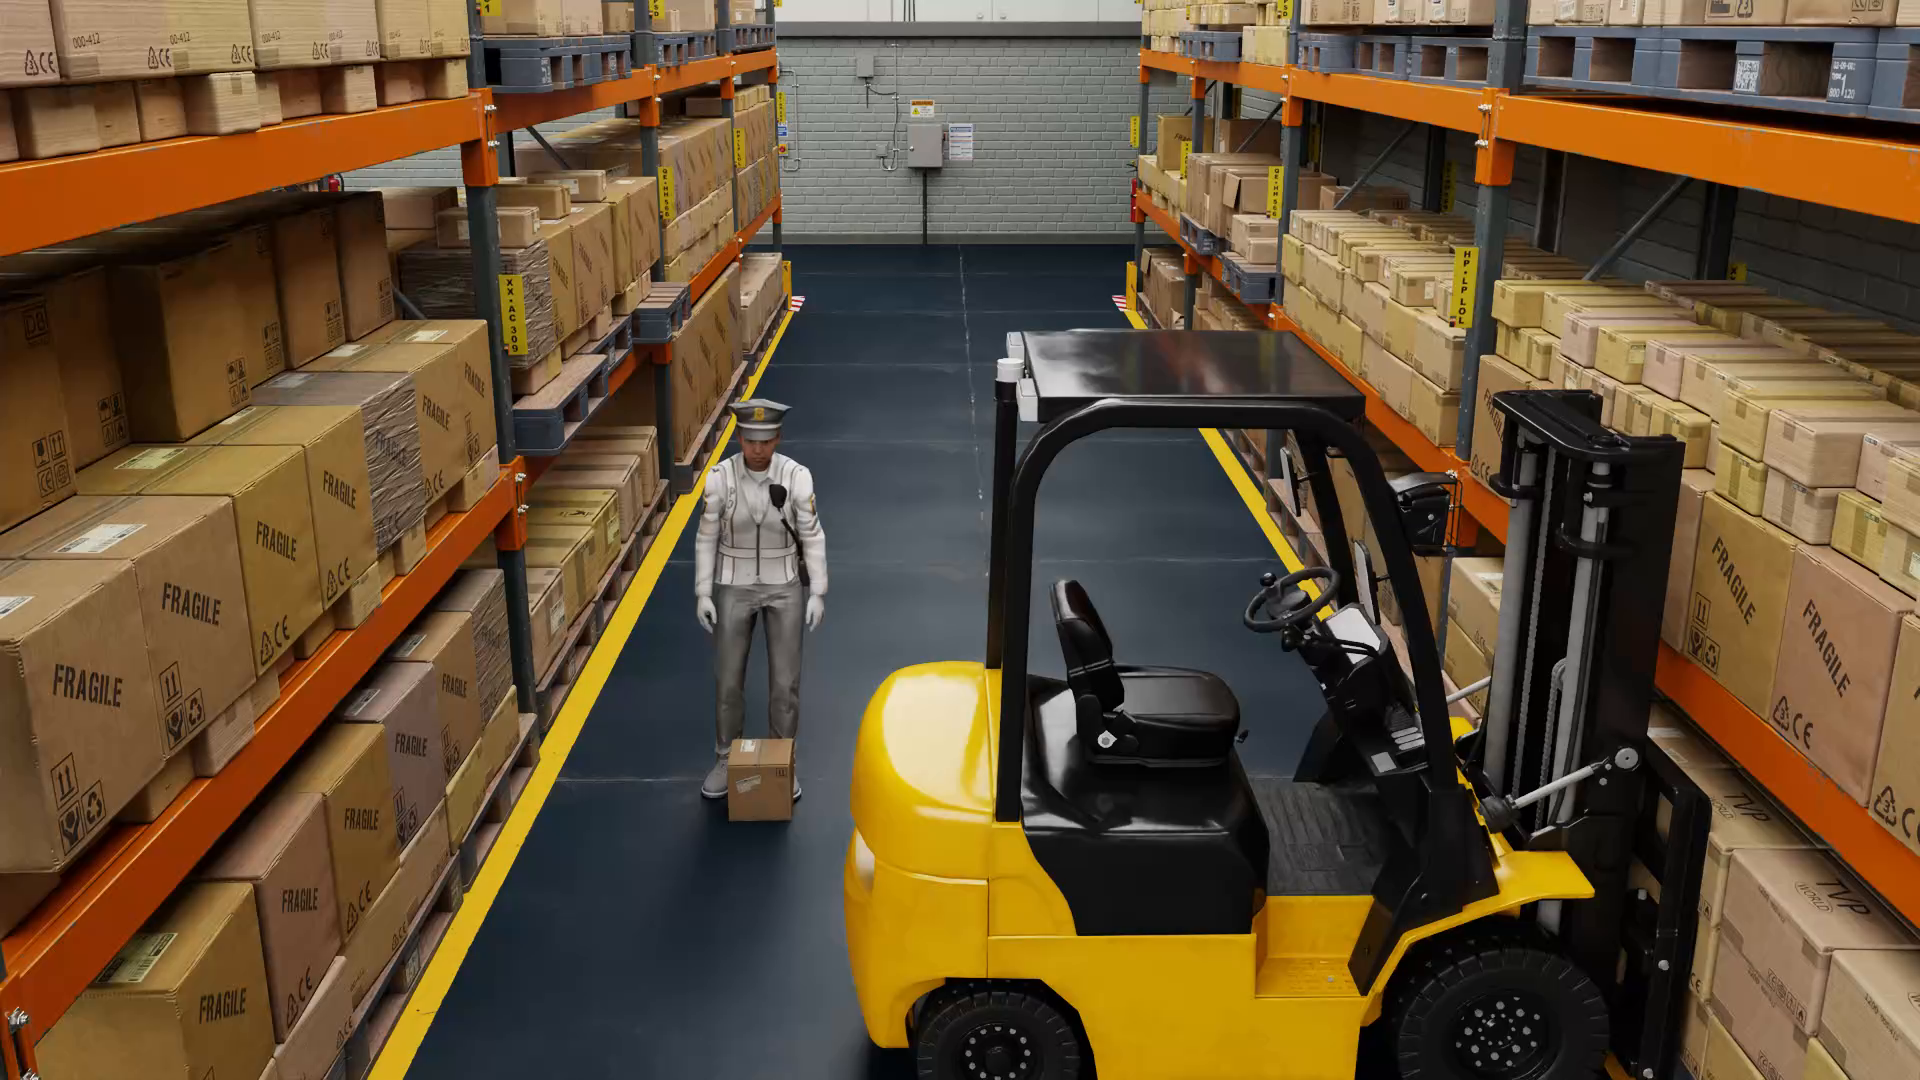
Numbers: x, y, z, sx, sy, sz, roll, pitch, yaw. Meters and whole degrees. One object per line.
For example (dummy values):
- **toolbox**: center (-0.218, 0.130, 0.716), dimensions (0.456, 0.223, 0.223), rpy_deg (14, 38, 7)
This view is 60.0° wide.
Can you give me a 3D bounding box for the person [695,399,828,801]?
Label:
- **person**: center (-0.811, 0.237, 6.778), dimensions (0.545, 1.662, 0.407), rpy_deg (-1, 17, -3)
